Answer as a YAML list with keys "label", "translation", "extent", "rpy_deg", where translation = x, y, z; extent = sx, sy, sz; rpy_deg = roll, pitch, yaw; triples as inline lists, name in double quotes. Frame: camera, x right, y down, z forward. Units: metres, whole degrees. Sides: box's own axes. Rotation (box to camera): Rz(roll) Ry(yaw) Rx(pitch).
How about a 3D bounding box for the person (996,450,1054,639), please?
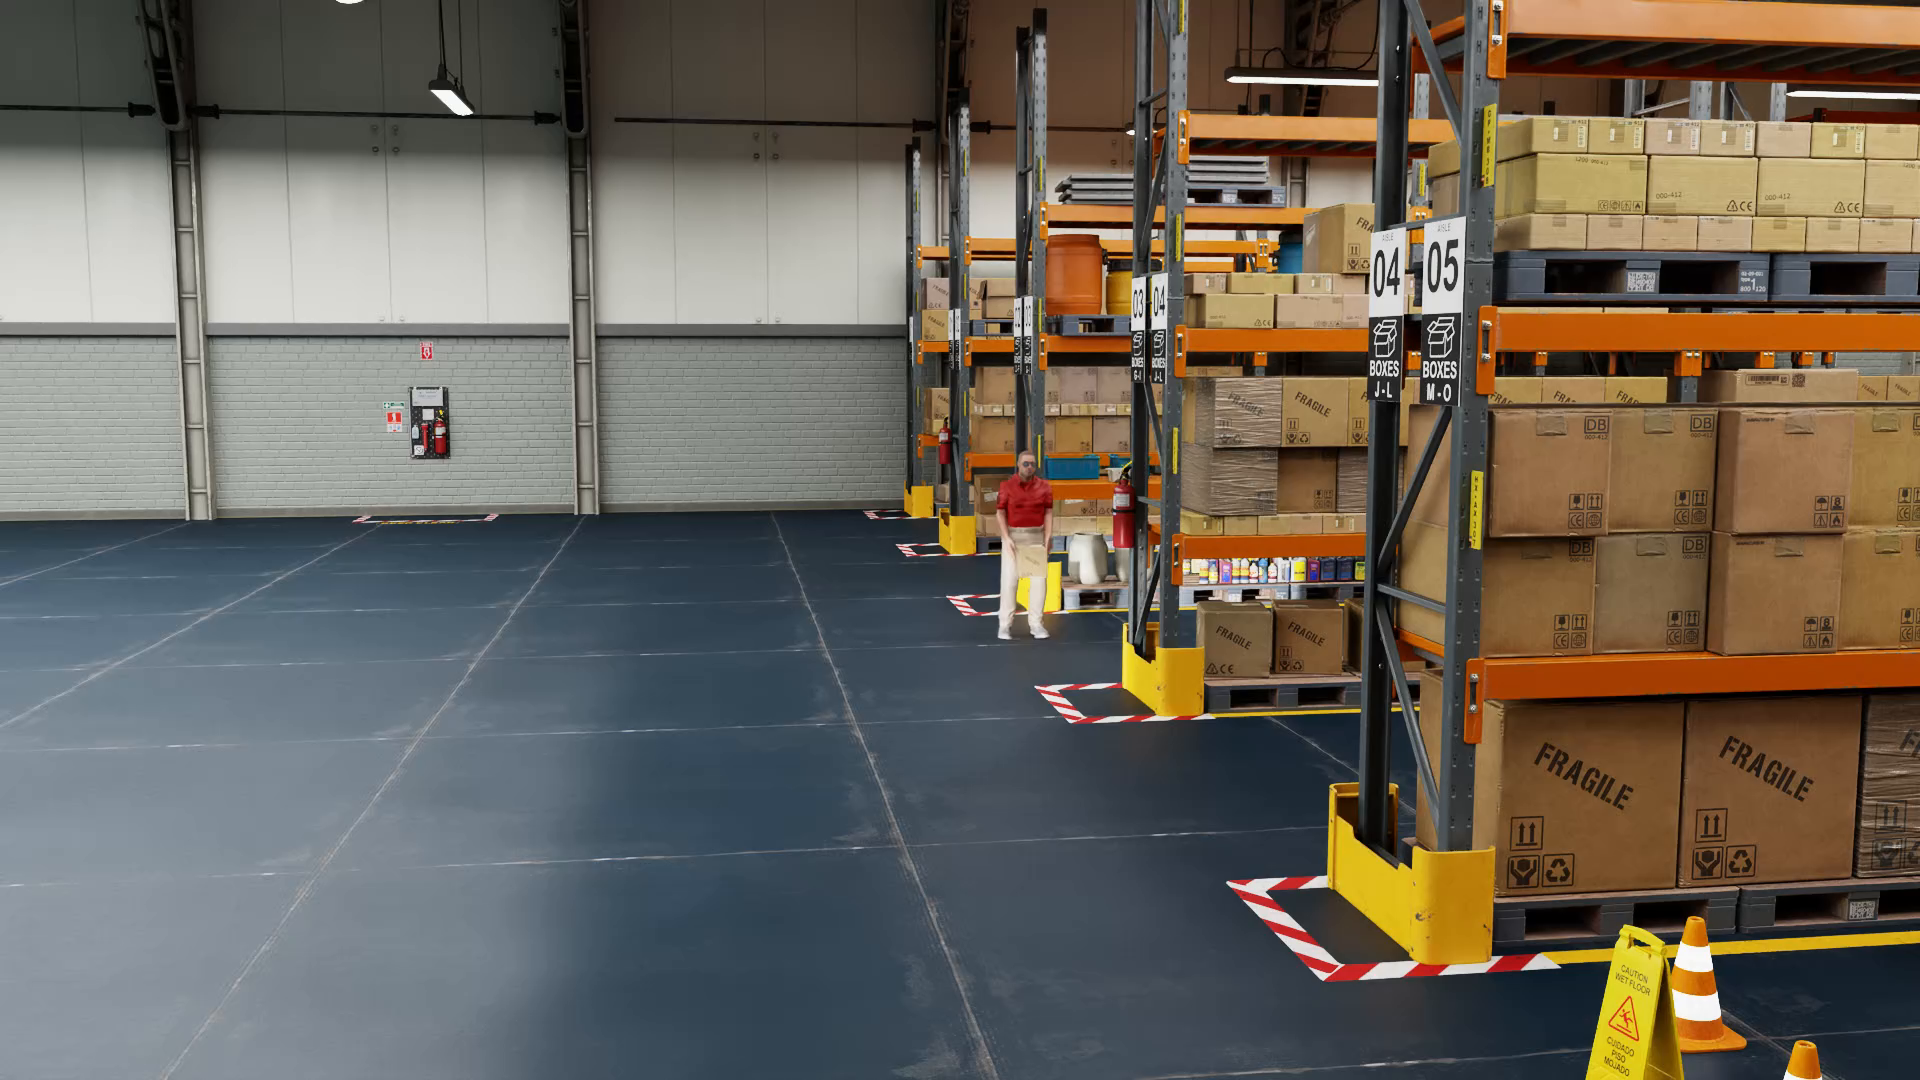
- label: "person"
  translation: [0.608, 0.038, 15.407]
  extent: [0.543, 1.733, 0.418]
  rpy_deg: [-1, 7, -10]
